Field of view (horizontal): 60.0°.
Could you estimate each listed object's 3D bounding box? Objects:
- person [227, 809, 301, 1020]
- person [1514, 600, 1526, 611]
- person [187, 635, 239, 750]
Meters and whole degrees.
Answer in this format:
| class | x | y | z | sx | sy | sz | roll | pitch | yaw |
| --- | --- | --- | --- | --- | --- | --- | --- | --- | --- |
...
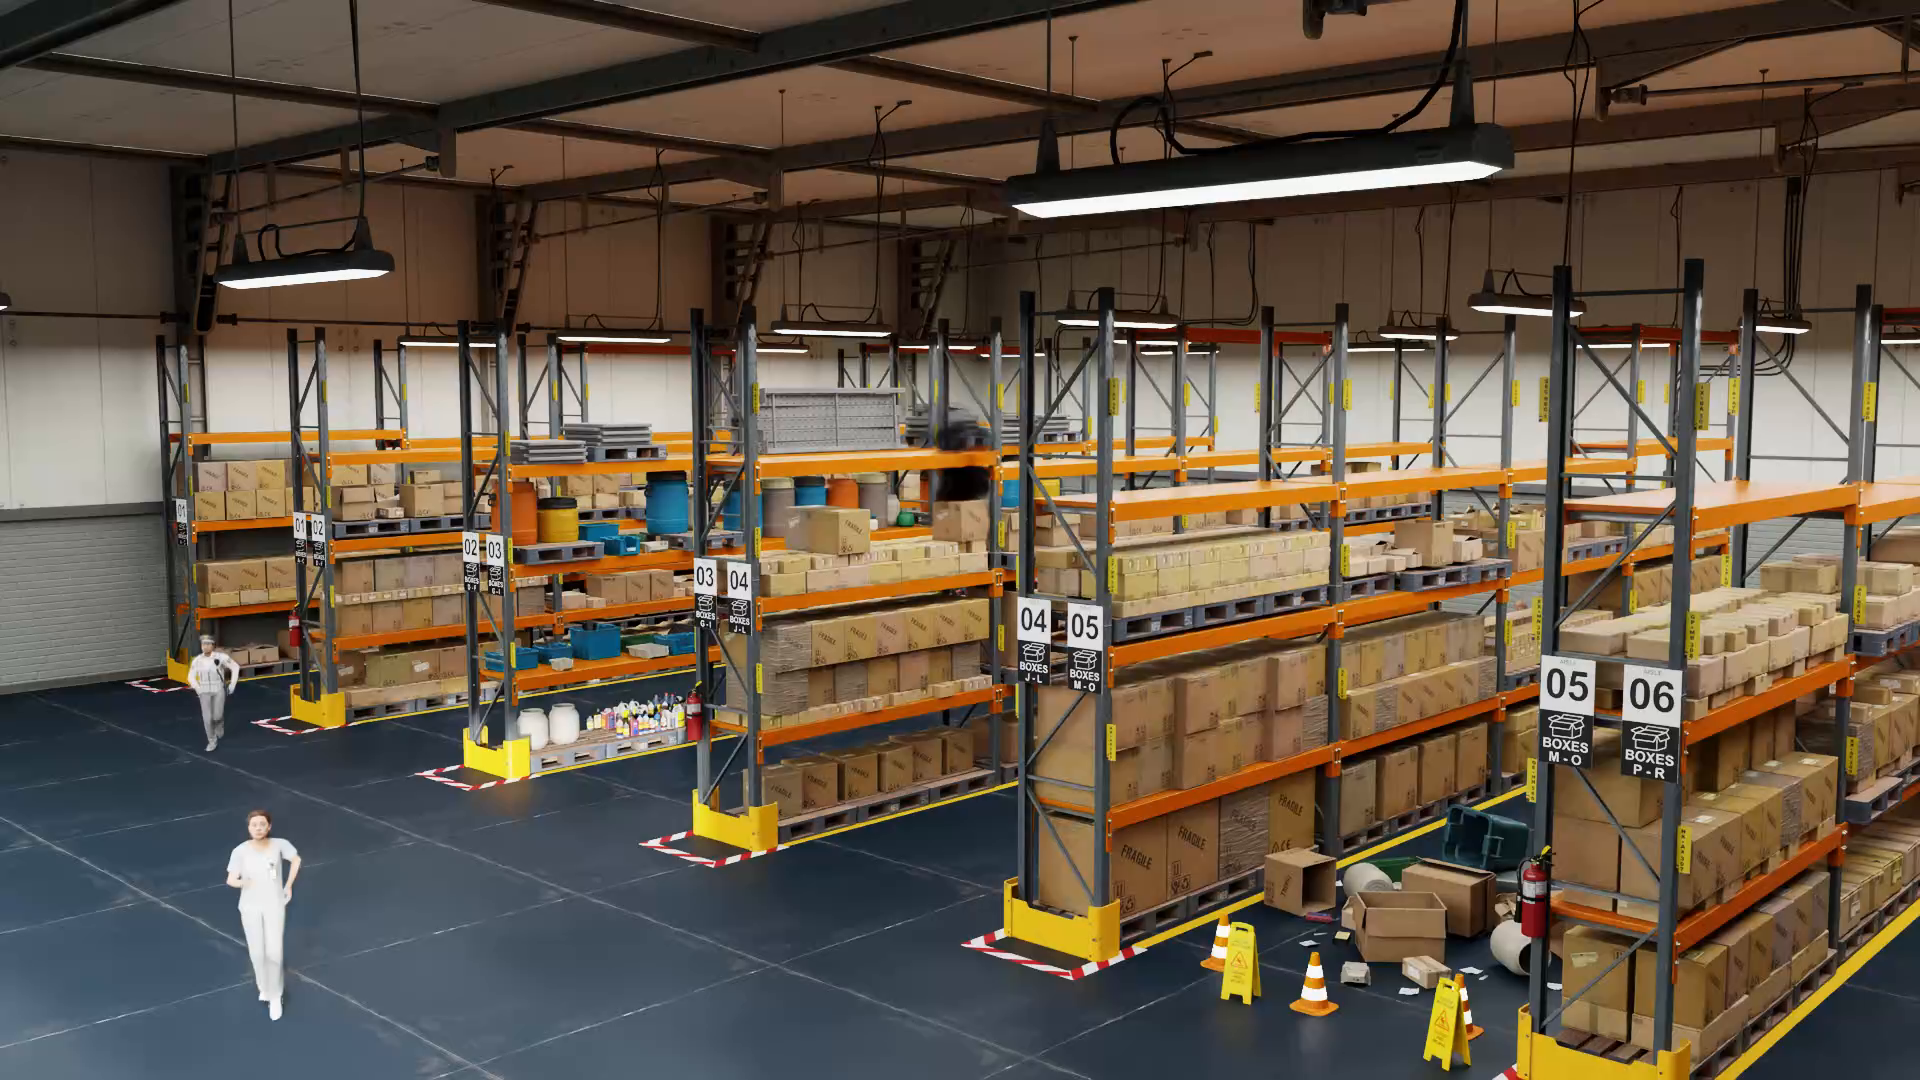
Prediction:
| class | x | y | z | sx | sy | sz | roll | pitch | yaw |
| --- | --- | --- | --- | --- | --- | --- | --- | --- | --- |
| person | -5.713 | 3.055 | 13.655 | 0.544 | 1.705 | 0.691 | -2 | 6 | -16 |
| person | 8.872 | 1.842 | 26.346 | 0.667 | 1.792 | 0.773 | 5 | 7 | 42 |
| person | -10.534 | 2.147 | 23.443 | 0.652 | 1.657 | 0.605 | -1 | 6 | -14 |
